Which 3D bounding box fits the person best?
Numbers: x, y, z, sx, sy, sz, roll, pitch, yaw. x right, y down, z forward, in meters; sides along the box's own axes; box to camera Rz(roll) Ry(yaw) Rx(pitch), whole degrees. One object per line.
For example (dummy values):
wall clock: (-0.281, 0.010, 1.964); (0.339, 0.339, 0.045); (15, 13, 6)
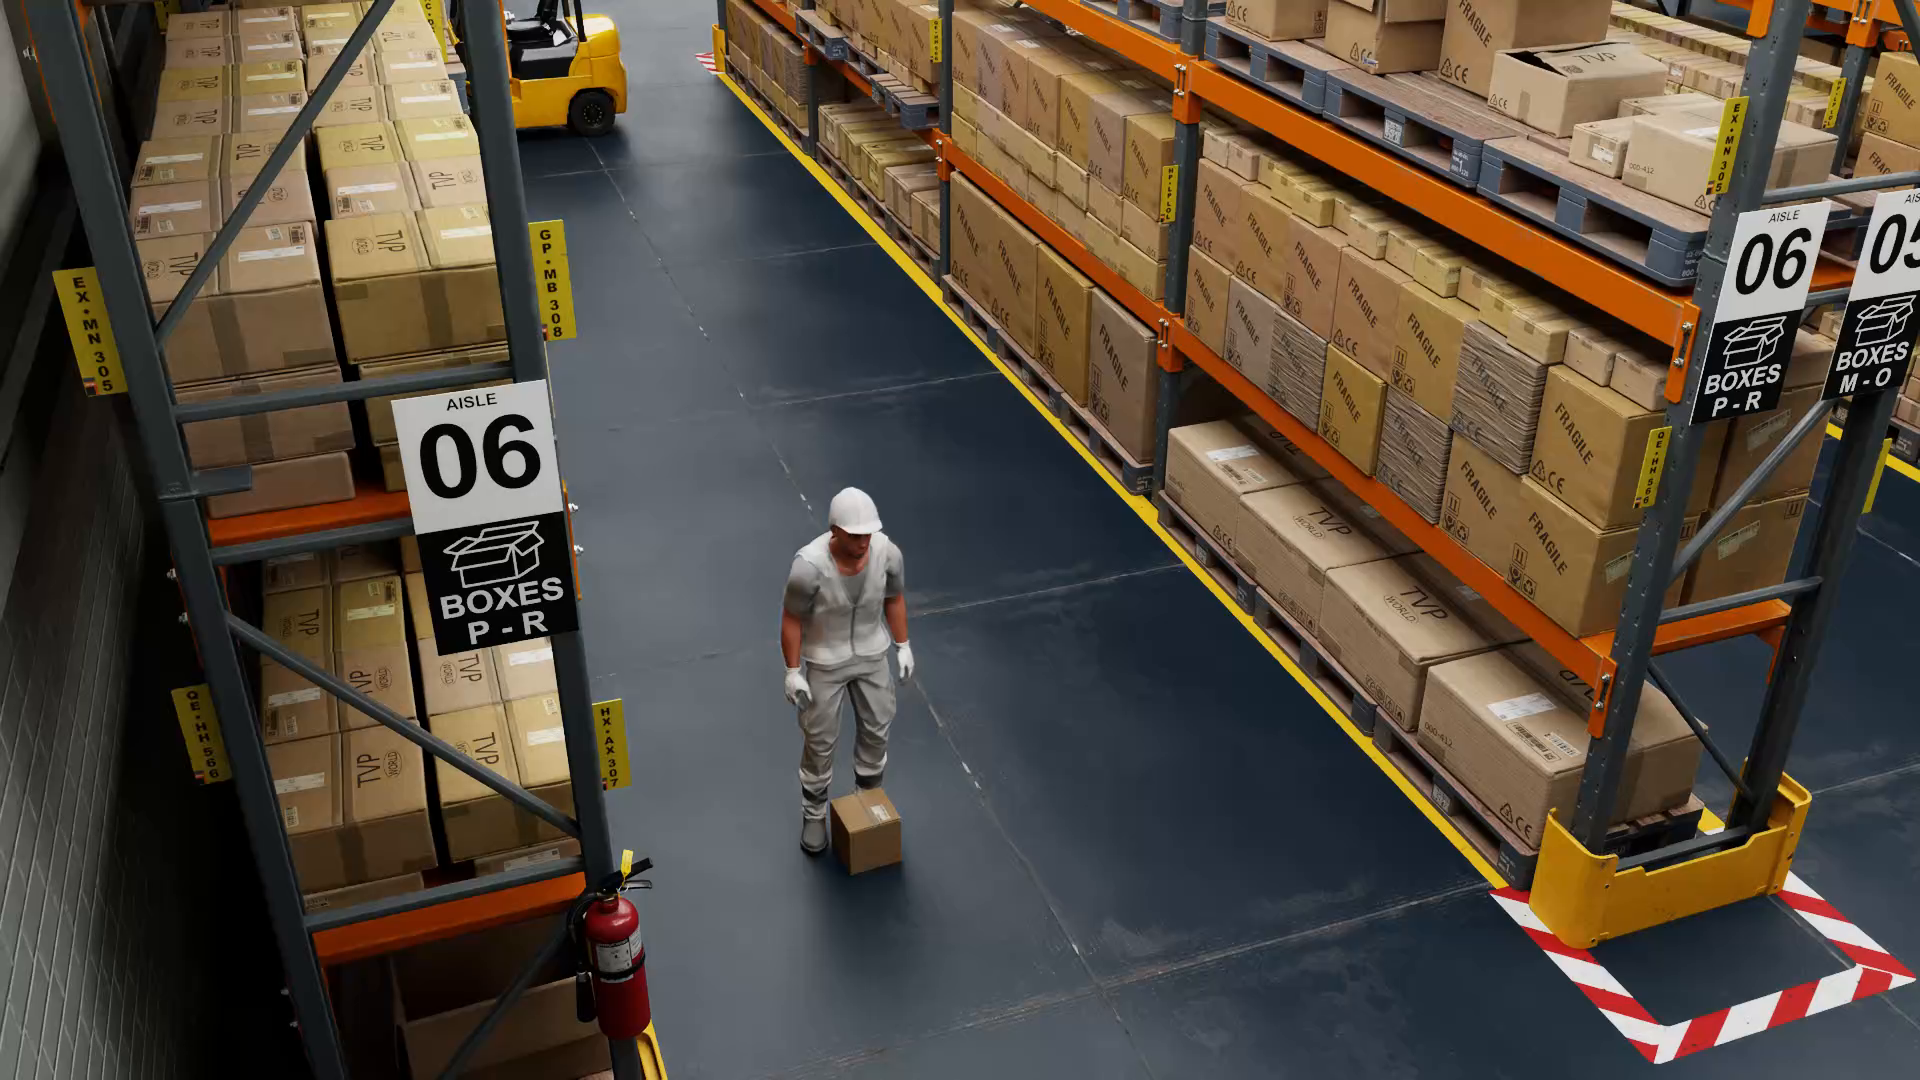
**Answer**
person: (-0.490, 0.549, 7.364); (0.619, 1.779, 0.450); (-12, 32, -21)
